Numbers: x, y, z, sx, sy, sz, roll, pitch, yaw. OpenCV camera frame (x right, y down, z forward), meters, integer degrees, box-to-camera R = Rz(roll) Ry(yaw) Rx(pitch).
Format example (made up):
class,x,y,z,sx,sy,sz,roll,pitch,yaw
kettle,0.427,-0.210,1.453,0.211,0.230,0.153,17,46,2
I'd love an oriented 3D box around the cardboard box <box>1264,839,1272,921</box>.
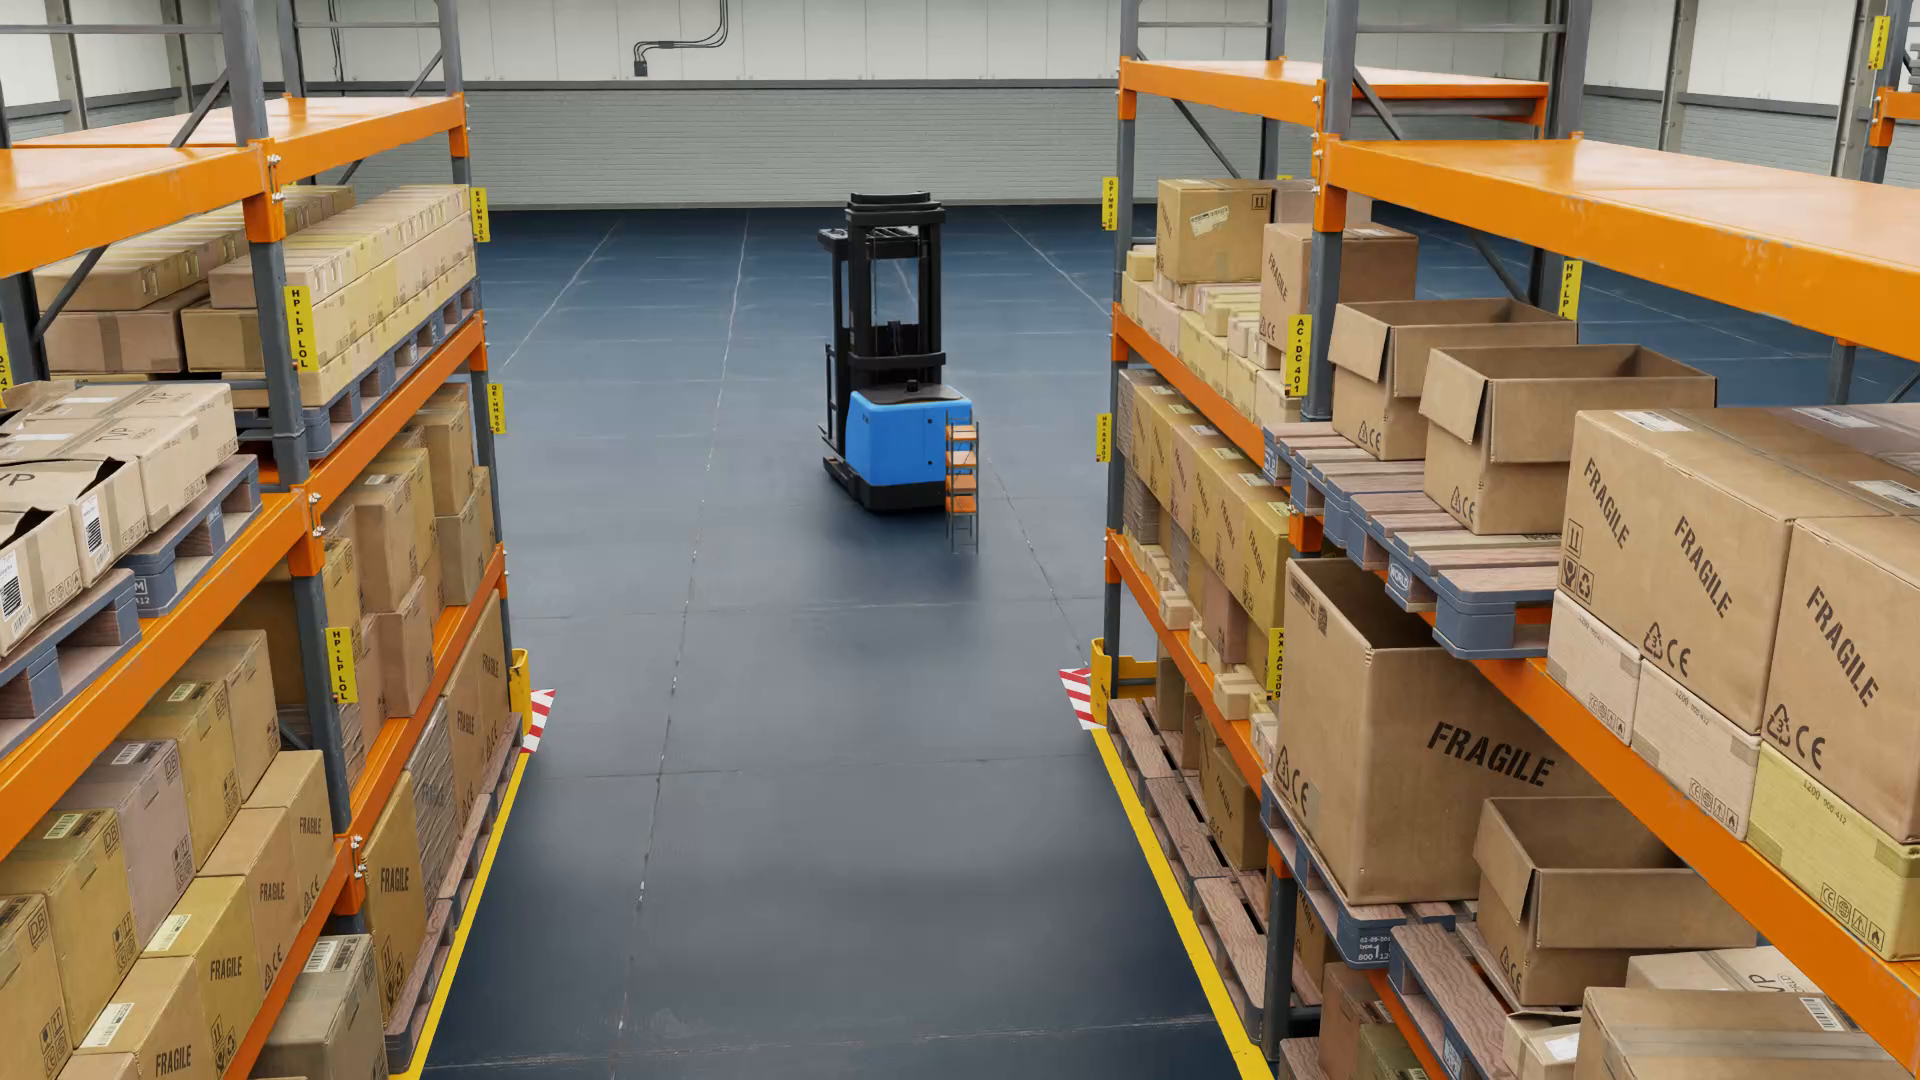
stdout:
class,x,y,z,sx,sy,sz,roll,pitch,yaw
cardboard box,1.826,1.622,8.474,0.500,0.500,0.500,4,18,12

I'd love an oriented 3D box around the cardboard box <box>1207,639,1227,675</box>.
class,x,y,z,sx,sy,sz,roll,pitch,yaw
cardboard box,1.500,0.612,8.640,0.380,0.149,0.250,-2,18,-6

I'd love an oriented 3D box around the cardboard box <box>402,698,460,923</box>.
class,x,y,z,sx,sy,sz,roll,pitch,yaw
cardboard box,-3.142,1.399,8.558,0.875,0.875,0.875,-2,18,-5

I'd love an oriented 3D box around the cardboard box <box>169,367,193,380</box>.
class,x,y,z,sx,sy,sz,roll,pitch,yaw
cardboard box,-3.432,-0.689,6.908,0.380,0.149,0.250,-1,17,-5

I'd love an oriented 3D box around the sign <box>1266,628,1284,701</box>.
class,x,y,z,sx,sy,sz,roll,pitch,yaw
sign,1.355,0.527,7.046,0.100,0.325,0.005,-2,18,-6

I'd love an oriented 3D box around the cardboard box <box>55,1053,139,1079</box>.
class,x,y,z,sx,sy,sz,roll,pitch,yaw
cardboard box,-2.522,1.744,4.446,0.500,0.500,0.500,-2,18,-6

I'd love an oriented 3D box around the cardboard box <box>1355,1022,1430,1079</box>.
class,x,y,z,sx,sy,sz,roll,pitch,yaw
cardboard box,1.966,2.230,6.505,0.700,0.500,0.500,-2,18,-6

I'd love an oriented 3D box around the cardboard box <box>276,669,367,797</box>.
class,x,y,z,sx,sy,sz,roll,pitch,yaw
cardboard box,-3.100,0.863,7.170,0.875,0.550,0.550,-2,18,-6

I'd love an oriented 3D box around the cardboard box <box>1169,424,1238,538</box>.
class,x,y,z,sx,sy,sz,roll,pitch,yaw
cardboard box,1.422,-0.318,8.850,0.500,0.500,0.500,-2,18,-6

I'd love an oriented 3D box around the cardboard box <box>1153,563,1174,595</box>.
class,x,y,z,sx,sy,sz,roll,pitch,yaw
cardboard box,1.356,0.240,9.825,0.380,0.149,0.250,-2,18,-6

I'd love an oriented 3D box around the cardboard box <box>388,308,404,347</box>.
class,x,y,z,sx,sy,sz,roll,pitch,yaw
cardboard box,-2.883,-1.014,7.942,0.380,0.149,0.250,-2,18,-6

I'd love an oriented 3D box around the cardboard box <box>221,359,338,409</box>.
class,x,y,z,sx,sy,sz,roll,pitch,yaw
cardboard box,-2.749,-0.634,6.733,0.380,0.149,0.250,-2,18,-7

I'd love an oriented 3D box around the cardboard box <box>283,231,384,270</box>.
class,x,y,z,sx,sy,sz,roll,pitch,yaw
cardboard box,-2.857,-1.318,7.581,0.380,0.149,0.250,-2,17,-5

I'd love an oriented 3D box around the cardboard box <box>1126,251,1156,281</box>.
class,x,y,z,sx,sy,sz,roll,pitch,yaw
cardboard box,1.210,-1.651,10.006,0.380,0.149,0.250,-1,17,-4

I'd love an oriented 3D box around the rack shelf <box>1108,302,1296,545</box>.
class,x,y,z,sx,sy,sz,roll,pitch,yaw
rack shelf,1.688,-0.763,8.792,1.077,0.370,4.000,-2,18,-6

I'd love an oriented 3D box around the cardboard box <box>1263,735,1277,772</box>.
class,x,y,z,sx,sy,sz,roll,pitch,yaw
cardboard box,1.579,0.986,7.449,0.380,0.149,0.250,-2,18,-6

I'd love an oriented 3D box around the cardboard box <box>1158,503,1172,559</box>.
class,x,y,z,sx,sy,sz,roll,pitch,yaw
cardboard box,1.682,-0.151,9.985,0.875,0.500,0.500,-2,18,-6

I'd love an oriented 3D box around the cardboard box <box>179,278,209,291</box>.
class,x,y,z,sx,sy,sz,roll,pitch,yaw
cardboard box,-3.408,-0.995,7.216,0.500,0.250,0.500,-2,18,-6

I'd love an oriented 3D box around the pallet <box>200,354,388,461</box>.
class,x,y,z,sx,sy,sz,roll,pitch,yaw
pallet,-3.124,-0.589,7.185,1.003,0.211,1.213,-2,18,-6

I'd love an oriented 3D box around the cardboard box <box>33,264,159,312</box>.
class,x,y,z,sx,sy,sz,roll,pitch,yaw
cardboard box,-3.405,-0.995,6.551,0.380,0.149,0.250,-2,18,-6

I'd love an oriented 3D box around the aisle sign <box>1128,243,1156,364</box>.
class,x,y,z,sx,sy,sz,roll,pitch,yaw
aisle sign,1.176,-1.520,10.672,0.394,0.787,0.004,-2,18,-6

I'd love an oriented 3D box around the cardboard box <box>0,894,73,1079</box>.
class,x,y,z,sx,sy,sz,roll,pitch,yaw
cardboard box,-2.783,1.274,4.277,0.700,0.500,0.500,-2,18,-6

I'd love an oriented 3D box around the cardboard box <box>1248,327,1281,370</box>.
class,x,y,z,sx,sy,sz,roll,pitch,yaw
cardboard box,1.524,-0.871,7.522,0.380,0.149,0.250,-3,18,-8

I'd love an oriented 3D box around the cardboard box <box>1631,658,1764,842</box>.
class,x,y,z,sx,sy,sz,roll,pitch,yaw
cardboard box,1.949,0.472,3.910,0.500,0.250,0.500,-2,18,-6

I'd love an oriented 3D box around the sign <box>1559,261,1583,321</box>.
class,x,y,z,sx,sy,sz,roll,pitch,yaw
sign,2.446,-0.963,6.708,0.100,0.325,0.005,-2,18,-6

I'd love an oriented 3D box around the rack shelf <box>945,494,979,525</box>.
class,x,y,z,sx,sy,sz,roll,pitch,yaw
rack shelf,0.017,-0.270,14.920,0.258,0.148,0.480,-2,18,-6

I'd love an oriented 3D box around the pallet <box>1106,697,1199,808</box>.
class,x,y,z,sx,sy,sz,roll,pitch,yaw
pallet,1.538,1.325,10.603,1.003,0.211,1.213,-2,18,-6

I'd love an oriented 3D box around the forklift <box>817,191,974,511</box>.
class,x,y,z,sx,sy,sz,roll,pitch,yaw
forklift,-0.799,-2.081,16.911,1.130,2.935,3.031,-5,18,-17

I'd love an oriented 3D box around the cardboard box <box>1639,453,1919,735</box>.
class,x,y,z,sx,sy,sz,roll,pitch,yaw
cardboard box,1.945,0.108,3.815,0.500,0.500,0.500,-2,18,-6

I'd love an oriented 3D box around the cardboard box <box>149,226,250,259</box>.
class,x,y,z,sx,sy,sz,roll,pitch,yaw
cardboard box,-3.534,-1.371,7.748,0.380,0.149,0.250,-2,18,-6

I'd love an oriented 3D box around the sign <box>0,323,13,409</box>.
class,x,y,z,sx,sy,sz,roll,pitch,yaw
sign,-3.602,-0.654,6.249,0.100,0.325,0.005,-2,18,-6

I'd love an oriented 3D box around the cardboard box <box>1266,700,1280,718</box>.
class,x,y,z,sx,sy,sz,roll,pitch,yaw
cardboard box,1.909,0.595,7.610,0.875,0.500,0.500,-2,18,-6

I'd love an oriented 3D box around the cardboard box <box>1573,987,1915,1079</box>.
class,x,y,z,sx,sy,sz,roll,pitch,yaw
cardboard box,2.054,1.542,4.391,0.700,0.500,0.500,1,17,3

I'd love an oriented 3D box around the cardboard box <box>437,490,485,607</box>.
class,x,y,z,sx,sy,sz,roll,pitch,yaw
cardboard box,-3.301,0.053,9.750,0.875,0.550,0.550,-2,18,-6

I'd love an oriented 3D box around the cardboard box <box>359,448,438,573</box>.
class,x,y,z,sx,sy,sz,roll,pitch,yaw
cardboard box,-3.208,-0.137,8.552,0.875,0.550,0.500,-2,18,-6

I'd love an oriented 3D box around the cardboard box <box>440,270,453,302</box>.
class,x,y,z,sx,sy,sz,roll,pitch,yaw
cardboard box,-3.013,-1.392,9.145,0.380,0.149,0.250,-2,18,-5

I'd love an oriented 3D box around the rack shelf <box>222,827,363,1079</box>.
class,x,y,z,sx,sy,sz,roll,pitch,yaw
rack shelf,-2.844,1.983,5.054,1.077,0.370,4.000,-2,18,-6

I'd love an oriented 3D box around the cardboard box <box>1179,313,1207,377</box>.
class,x,y,z,sx,sy,sz,roll,pitch,yaw
cardboard box,1.439,-1.023,8.670,0.500,0.250,0.500,-1,17,-4

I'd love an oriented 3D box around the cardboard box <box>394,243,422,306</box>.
class,x,y,z,sx,sy,sz,roll,pitch,yaw
cardboard box,-2.981,-1.311,8.224,0.500,0.250,0.500,-2,18,-5

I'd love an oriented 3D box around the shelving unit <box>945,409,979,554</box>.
class,x,y,z,sx,sy,sz,roll,pitch,yaw
shelving unit,0.017,-0.523,14.840,0.258,1.200,0.503,-2,18,-6

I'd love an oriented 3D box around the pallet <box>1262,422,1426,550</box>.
class,x,y,z,sx,sy,sz,roll,pitch,yaw
pallet,1.852,-0.233,6.218,1.213,0.211,1.003,-2,18,-6

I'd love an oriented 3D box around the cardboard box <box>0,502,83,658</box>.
class,x,y,z,sx,sy,sz,roll,pitch,yaw
cardboard box,-2.598,0.074,4.205,0.500,0.311,0.500,-2,18,-7

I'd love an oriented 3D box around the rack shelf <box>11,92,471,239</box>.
class,x,y,z,sx,sy,sz,roll,pitch,yaw
rack shelf,-3.256,-1.880,8.011,1.077,0.370,4.000,-2,18,-6

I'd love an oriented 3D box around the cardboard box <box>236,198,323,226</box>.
class,x,y,z,sx,sy,sz,roll,pitch,yaw
cardboard box,-3.668,-1.752,8.962,0.380,0.149,0.250,-2,17,-5

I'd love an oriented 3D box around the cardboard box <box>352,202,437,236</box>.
class,x,y,z,sx,sy,sz,roll,pitch,yaw
cardboard box,-2.987,-1.695,8.782,0.380,0.149,0.250,-2,18,-5

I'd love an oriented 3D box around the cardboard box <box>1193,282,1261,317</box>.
class,x,y,z,sx,sy,sz,roll,pitch,yaw
cardboard box,1.452,-1.270,8.792,0.380,0.149,0.250,-2,18,-6

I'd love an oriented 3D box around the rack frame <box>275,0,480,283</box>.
class,x,y,z,sx,sy,sz,roll,pitch,yaw
rack frame,-3.463,-3.010,9.741,1.000,3.000,0.127,-2,18,-6

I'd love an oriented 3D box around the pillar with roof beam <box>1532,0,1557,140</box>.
class,x,y,z,sx,sy,sz,roll,pitch,yaw
pillar with roof beam,9.818,-12.215,39.063,9.100,9.000,0.400,-2,18,-6

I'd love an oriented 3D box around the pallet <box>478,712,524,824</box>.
class,x,y,z,sx,sy,sz,roll,pitch,yaw
pallet,-3.302,1.419,10.306,1.003,0.211,1.213,-2,18,-6

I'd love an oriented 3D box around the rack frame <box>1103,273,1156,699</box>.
class,x,y,z,sx,sy,sz,roll,pitch,yaw
rack frame,1.481,-0.271,11.032,1.000,3.000,0.127,-2,18,-6
